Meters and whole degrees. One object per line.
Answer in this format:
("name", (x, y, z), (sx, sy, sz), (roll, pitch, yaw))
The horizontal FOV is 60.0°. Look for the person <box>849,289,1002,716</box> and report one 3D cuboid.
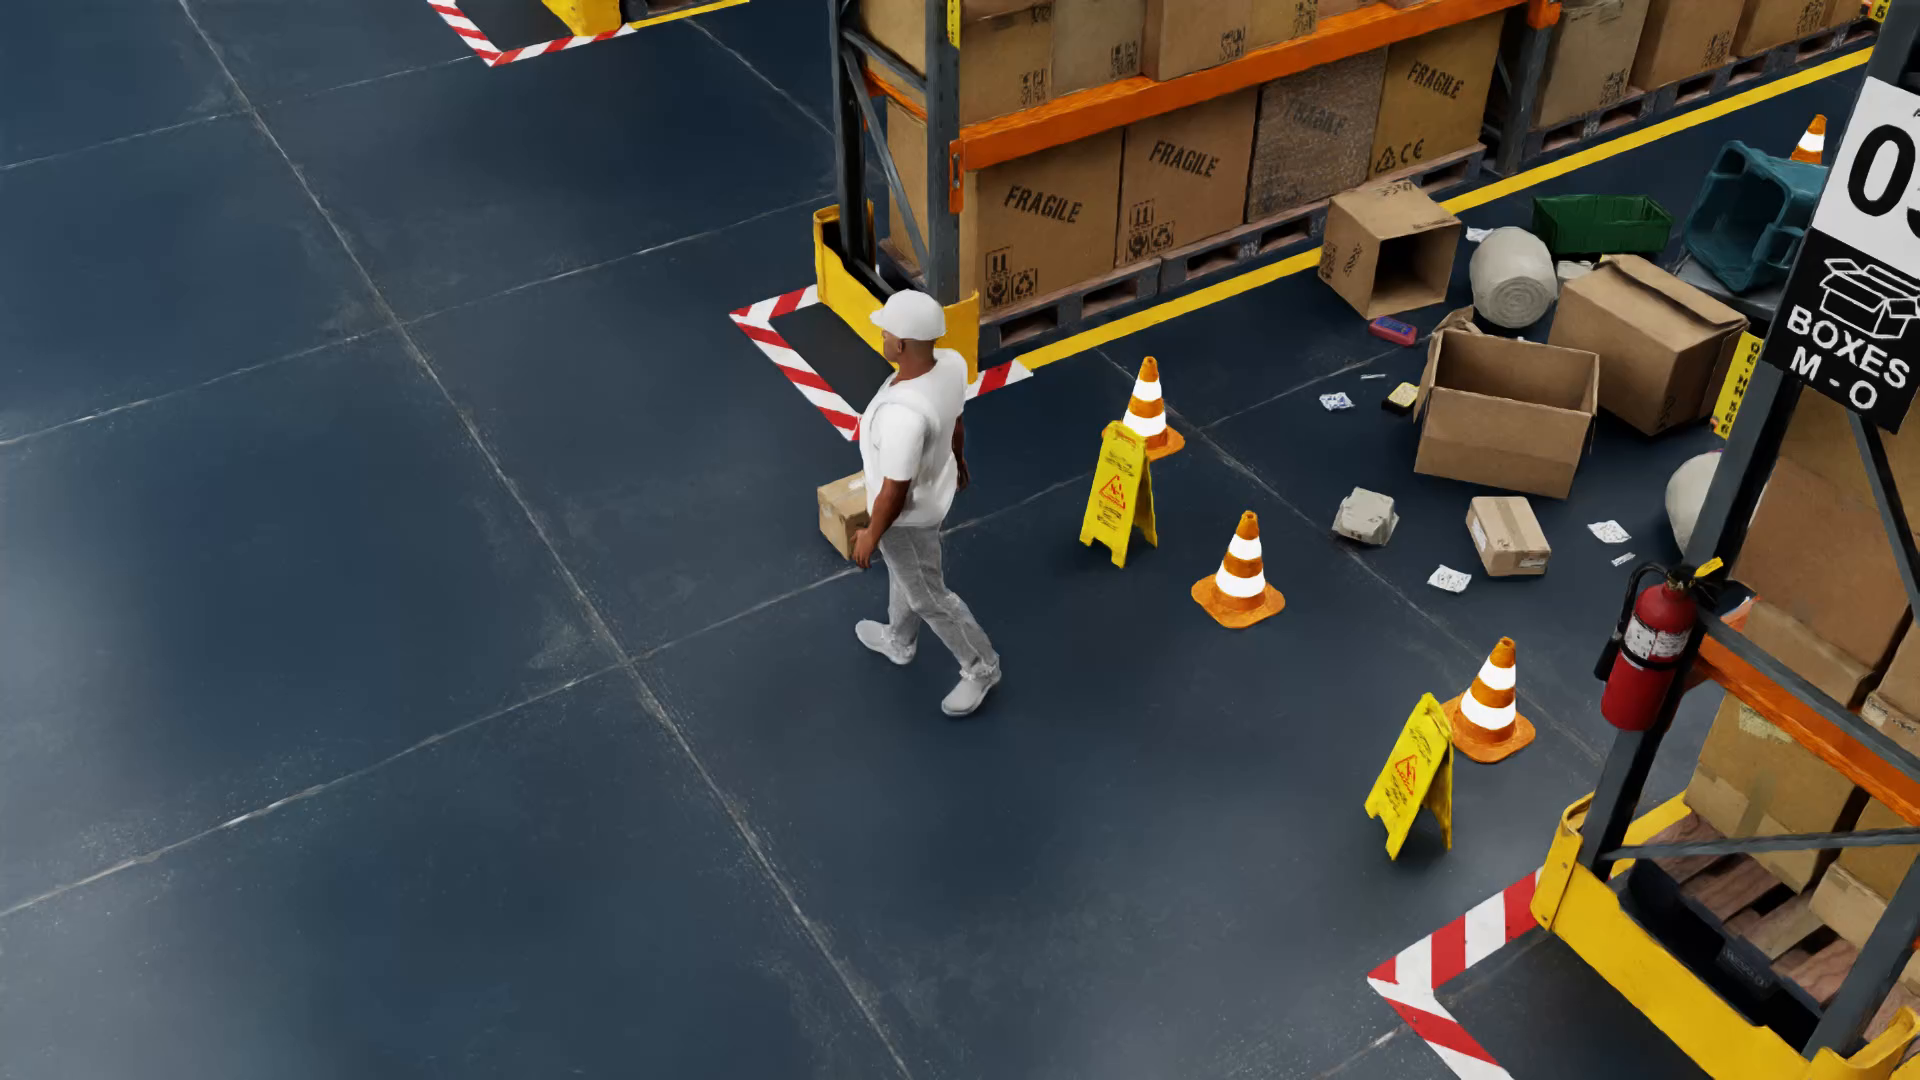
("person", (-0.134, -0.164, 6.334), (0.683, 1.758, 0.671), (10, 42, 11))
